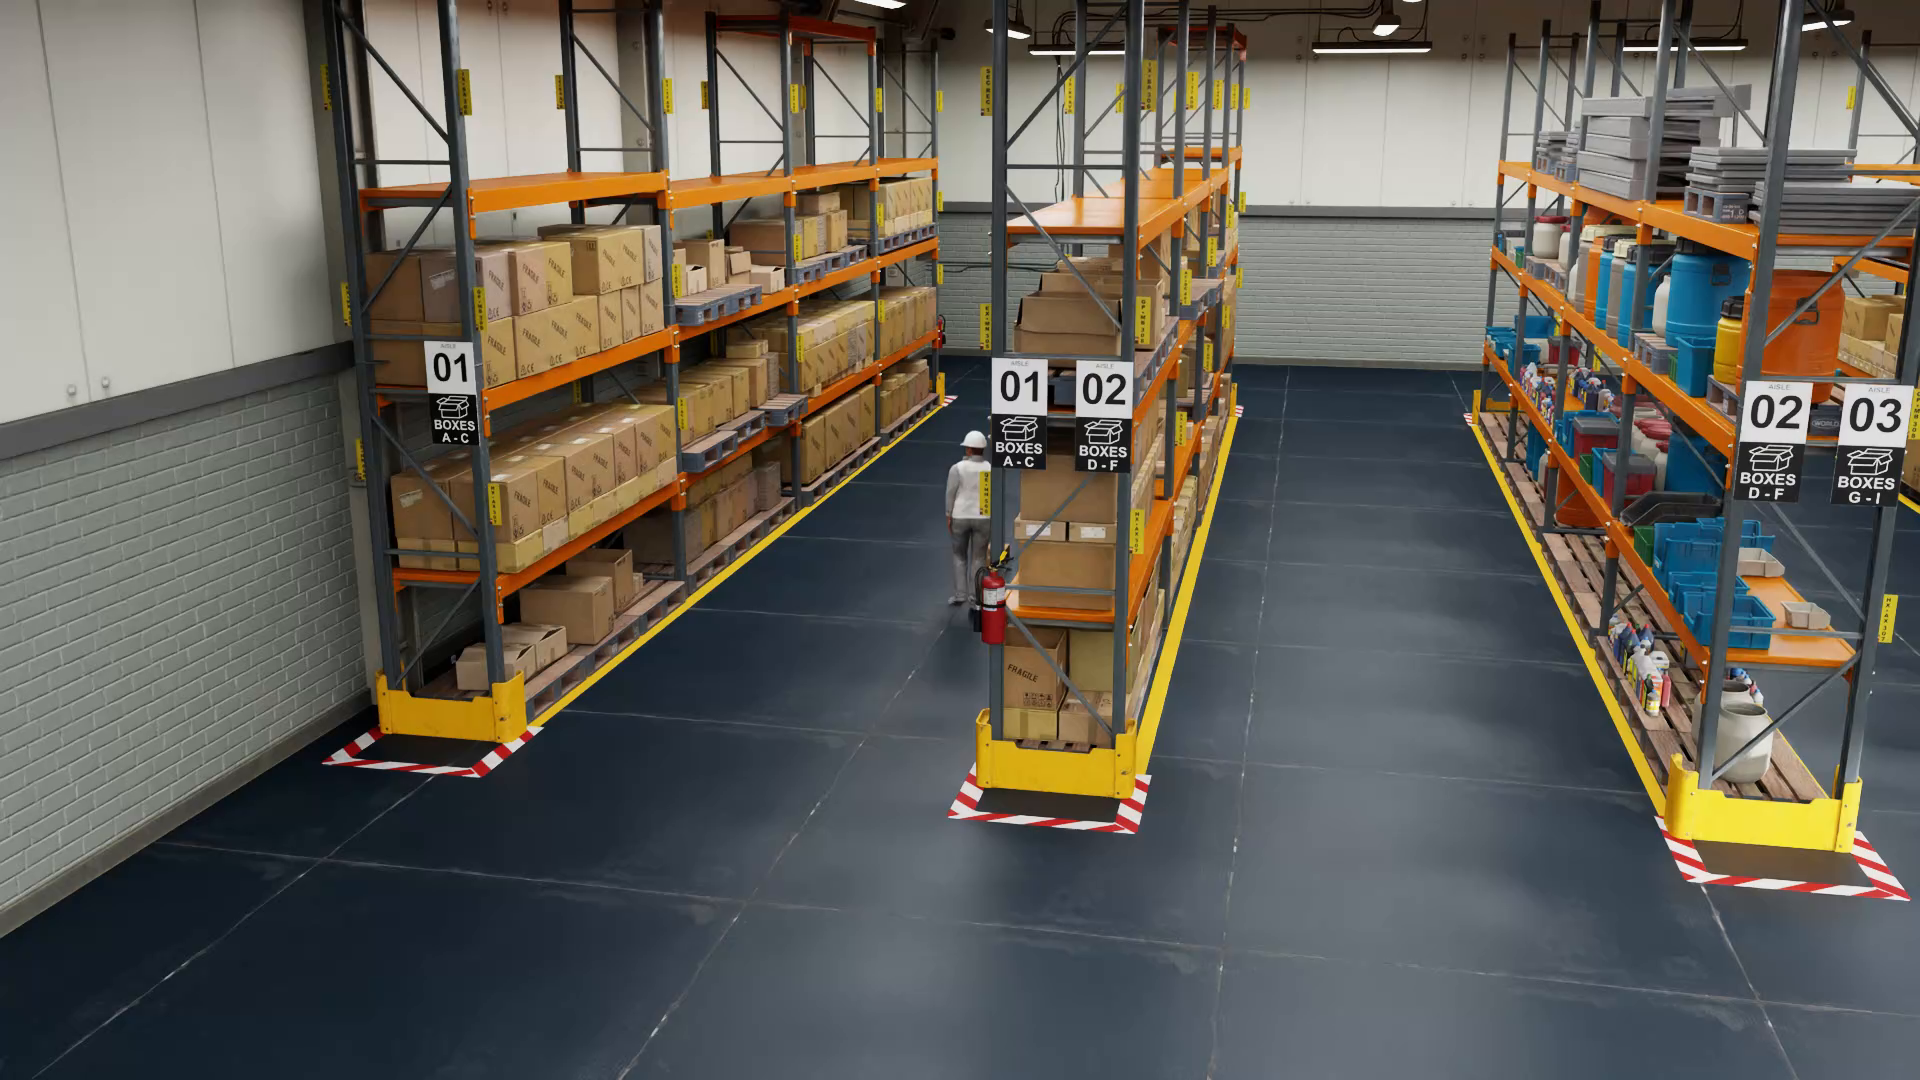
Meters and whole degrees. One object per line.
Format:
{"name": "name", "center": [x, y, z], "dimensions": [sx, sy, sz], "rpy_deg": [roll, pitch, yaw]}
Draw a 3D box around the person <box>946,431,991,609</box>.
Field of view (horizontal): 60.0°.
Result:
{"name": "person", "center": [0.137, -0.170, 16.684], "dimensions": [0.557, 1.824, 0.572], "rpy_deg": [0, 15, 1]}
